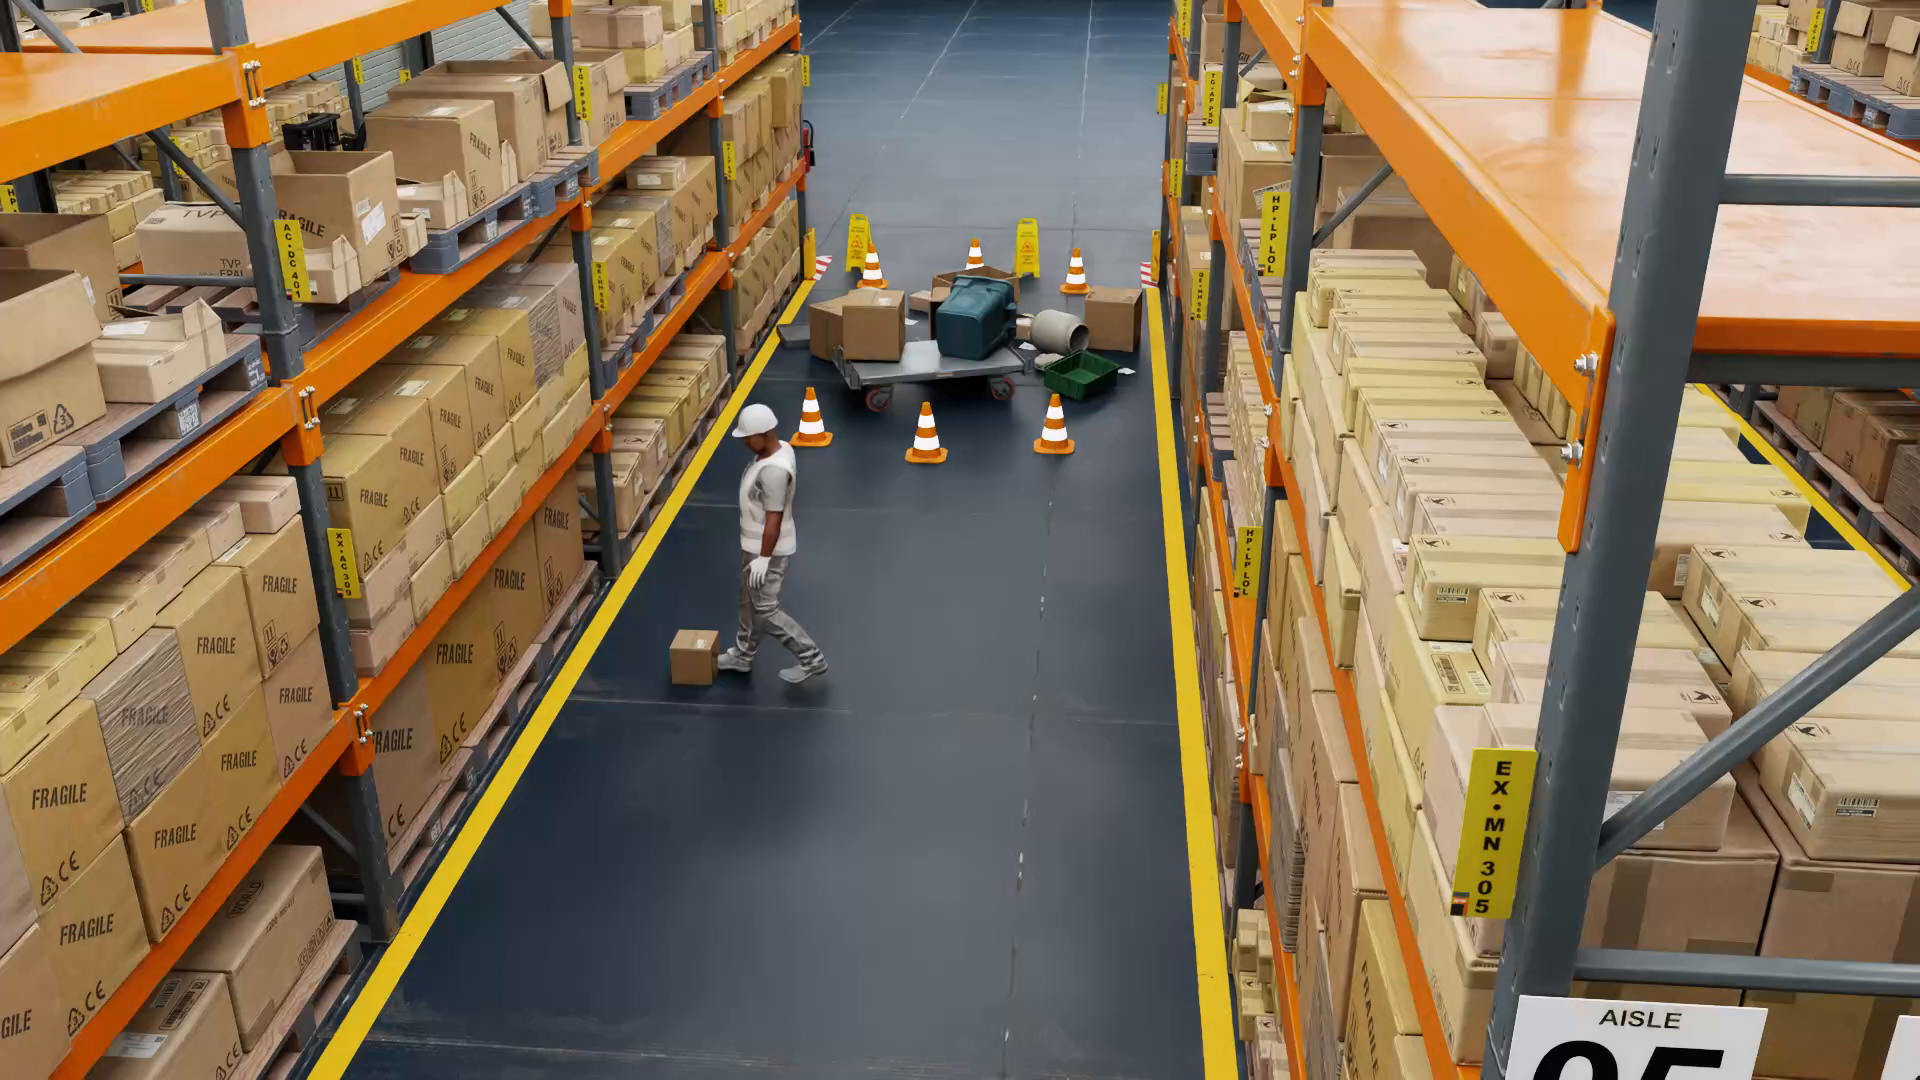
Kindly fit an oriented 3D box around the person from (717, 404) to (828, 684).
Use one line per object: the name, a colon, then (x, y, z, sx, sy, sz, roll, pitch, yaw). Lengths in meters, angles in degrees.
person: (-1.194, 0.042, 9.875, 0.772, 1.766, 0.606, -2, 24, -4)
